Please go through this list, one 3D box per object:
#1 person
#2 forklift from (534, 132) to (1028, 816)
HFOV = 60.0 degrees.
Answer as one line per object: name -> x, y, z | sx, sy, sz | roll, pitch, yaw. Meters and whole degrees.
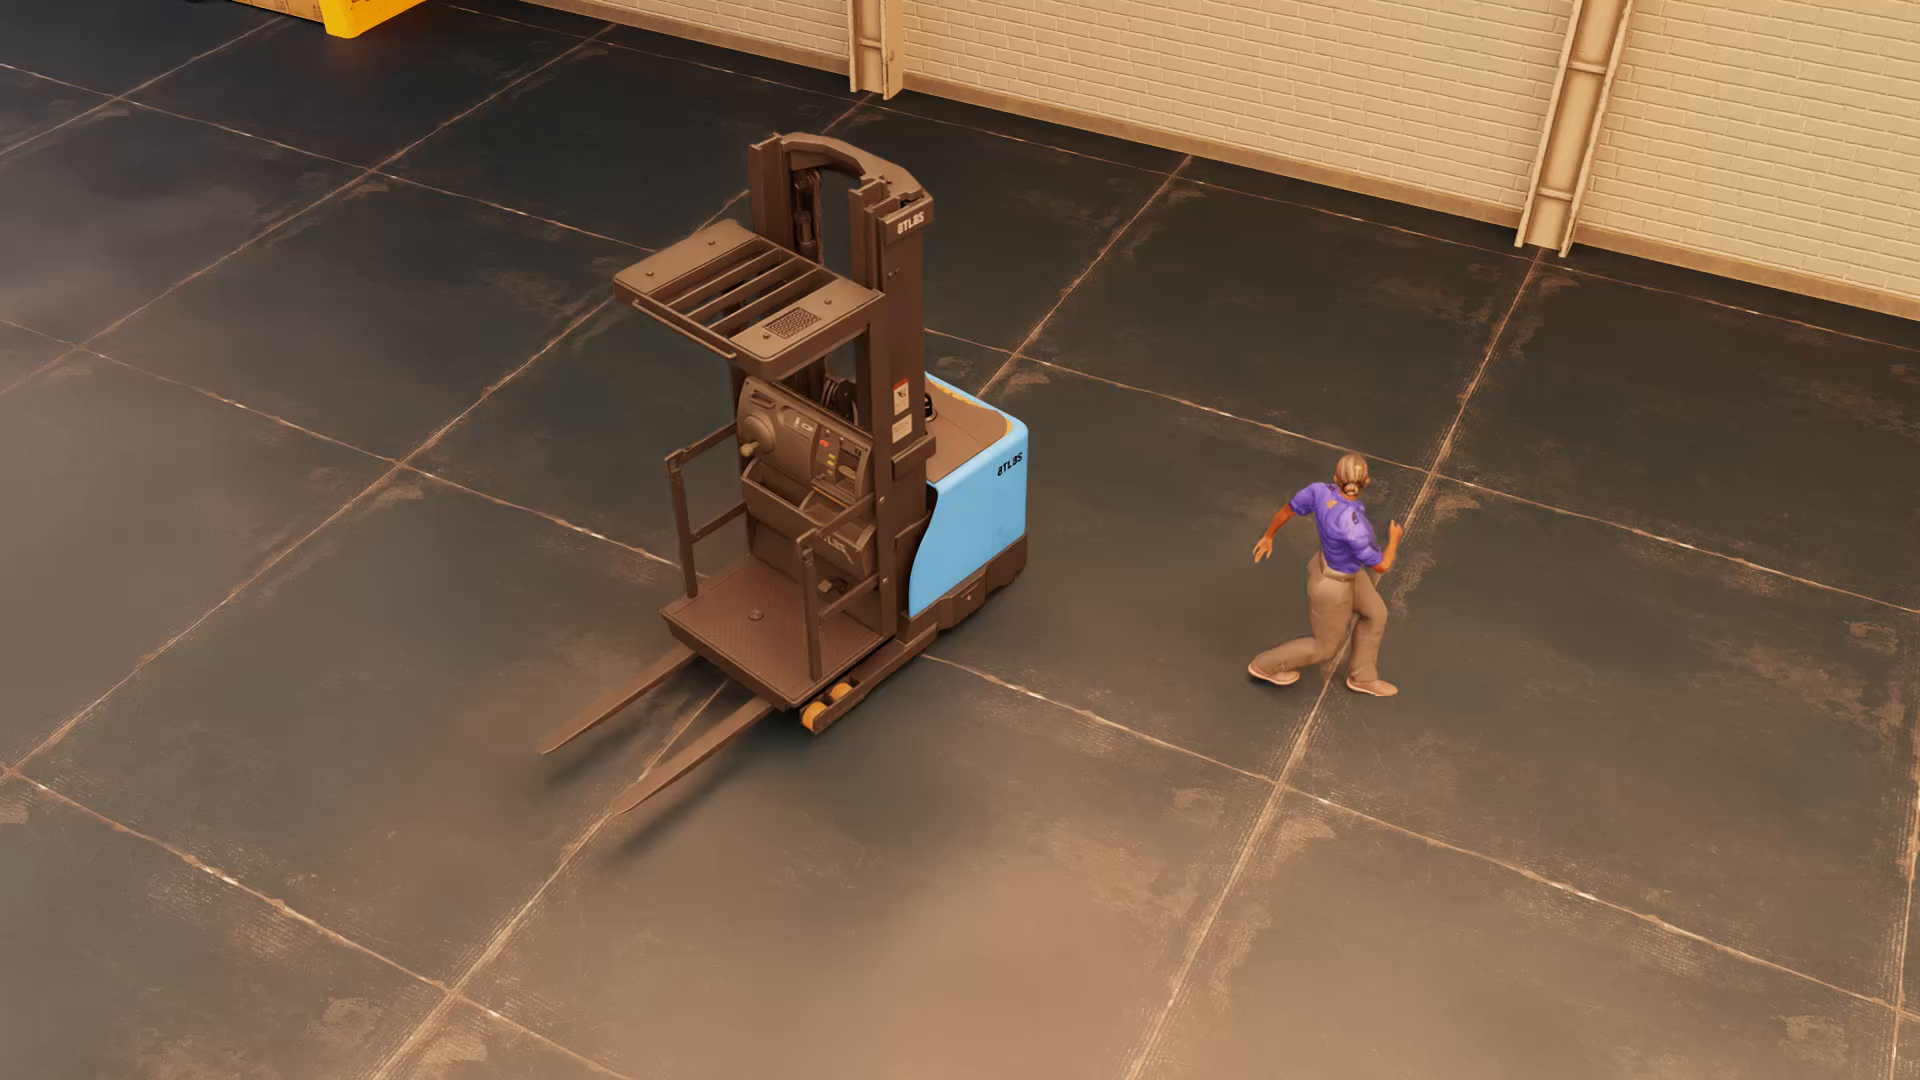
person -> 2.005, 0.203, 8.832 | 0.890, 1.596, 0.470 | 4, 40, 5
forklift -> -0.955, -0.449, 8.519 | 1.130, 2.935, 3.031 | 30, 48, 31
